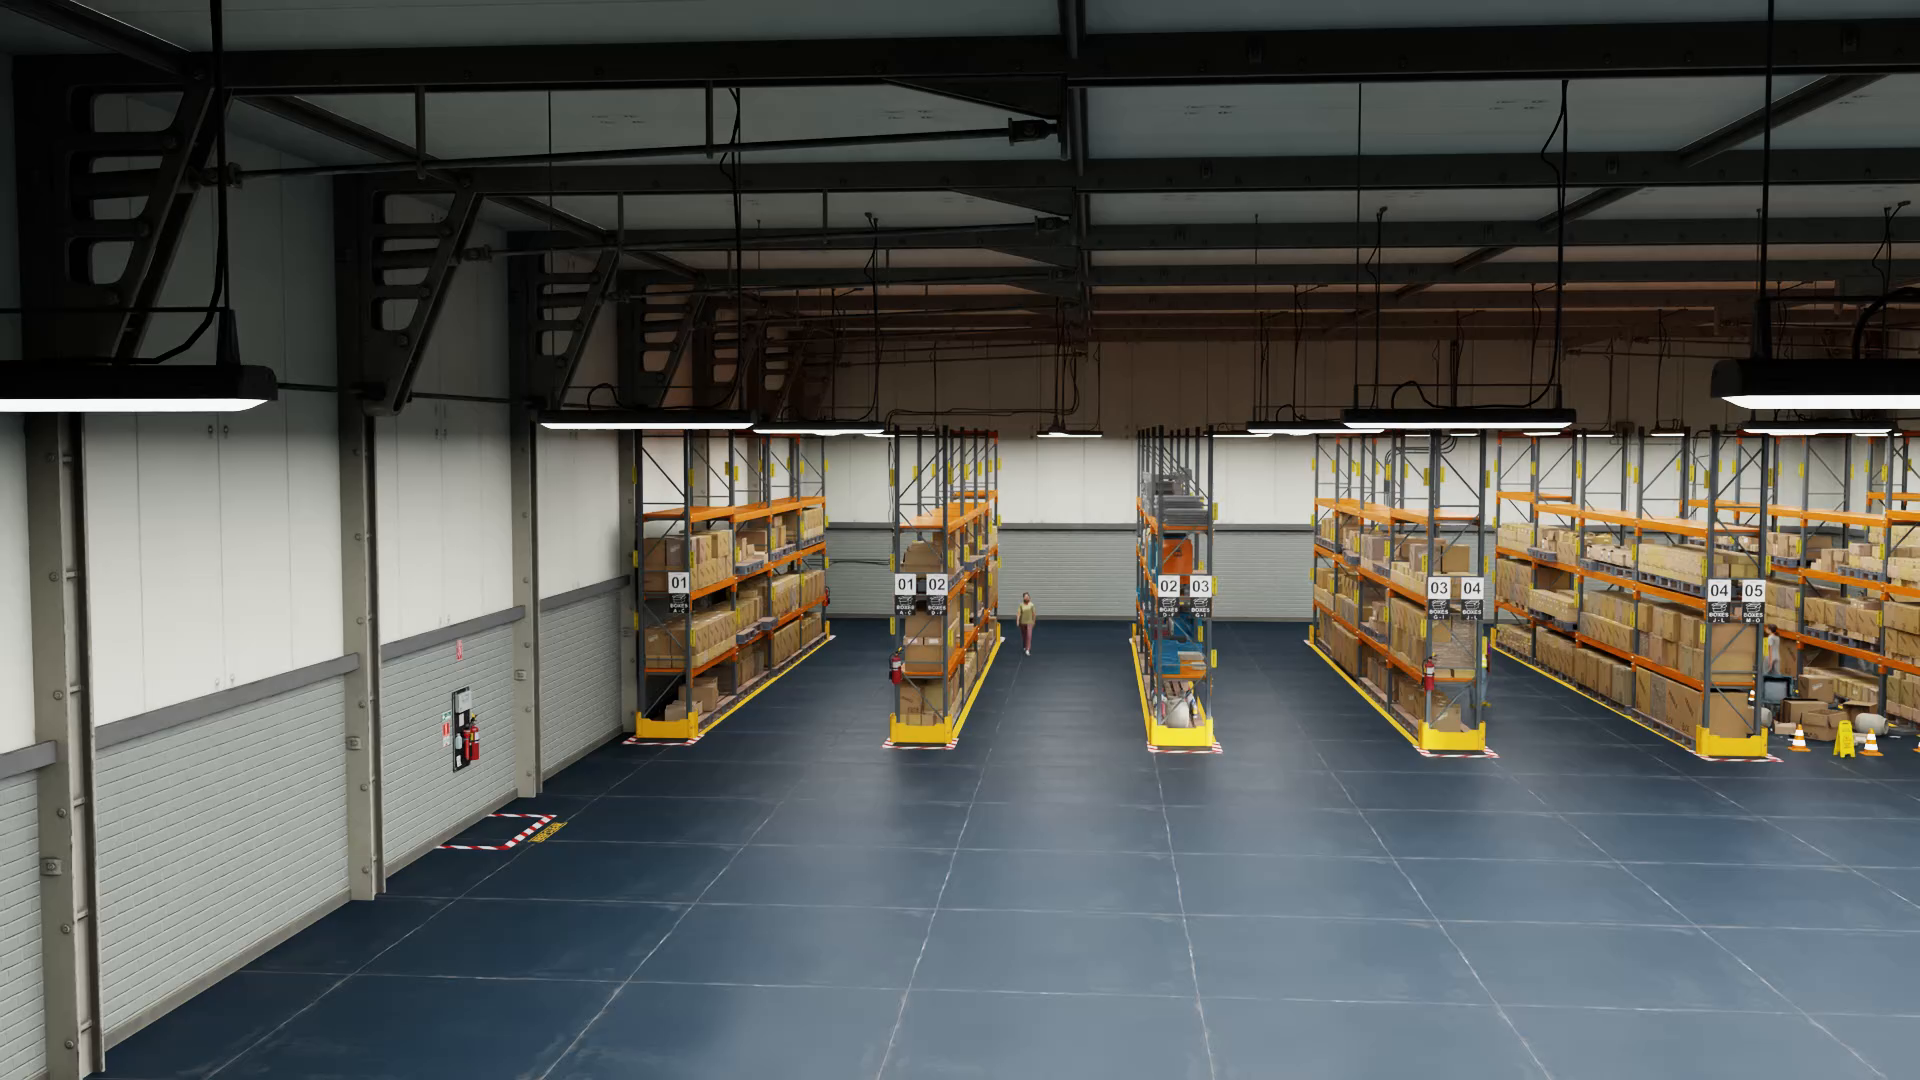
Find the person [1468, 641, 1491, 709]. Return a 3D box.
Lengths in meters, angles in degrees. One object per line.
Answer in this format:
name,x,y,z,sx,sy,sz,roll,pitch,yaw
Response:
person,11.019,2.716,35.472,0.588,1.764,0.548,0,3,6

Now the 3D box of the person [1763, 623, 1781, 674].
person,17.985,2.700,36.806,0.439,1.697,0.683,-1,3,-10

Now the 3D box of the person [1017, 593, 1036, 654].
person,1.768,2.221,44.495,0.491,1.604,1.060,0,3,7

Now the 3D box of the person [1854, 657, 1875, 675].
person,21.996,2.418,40.304,0.525,1.789,0.480,-1,4,-15
